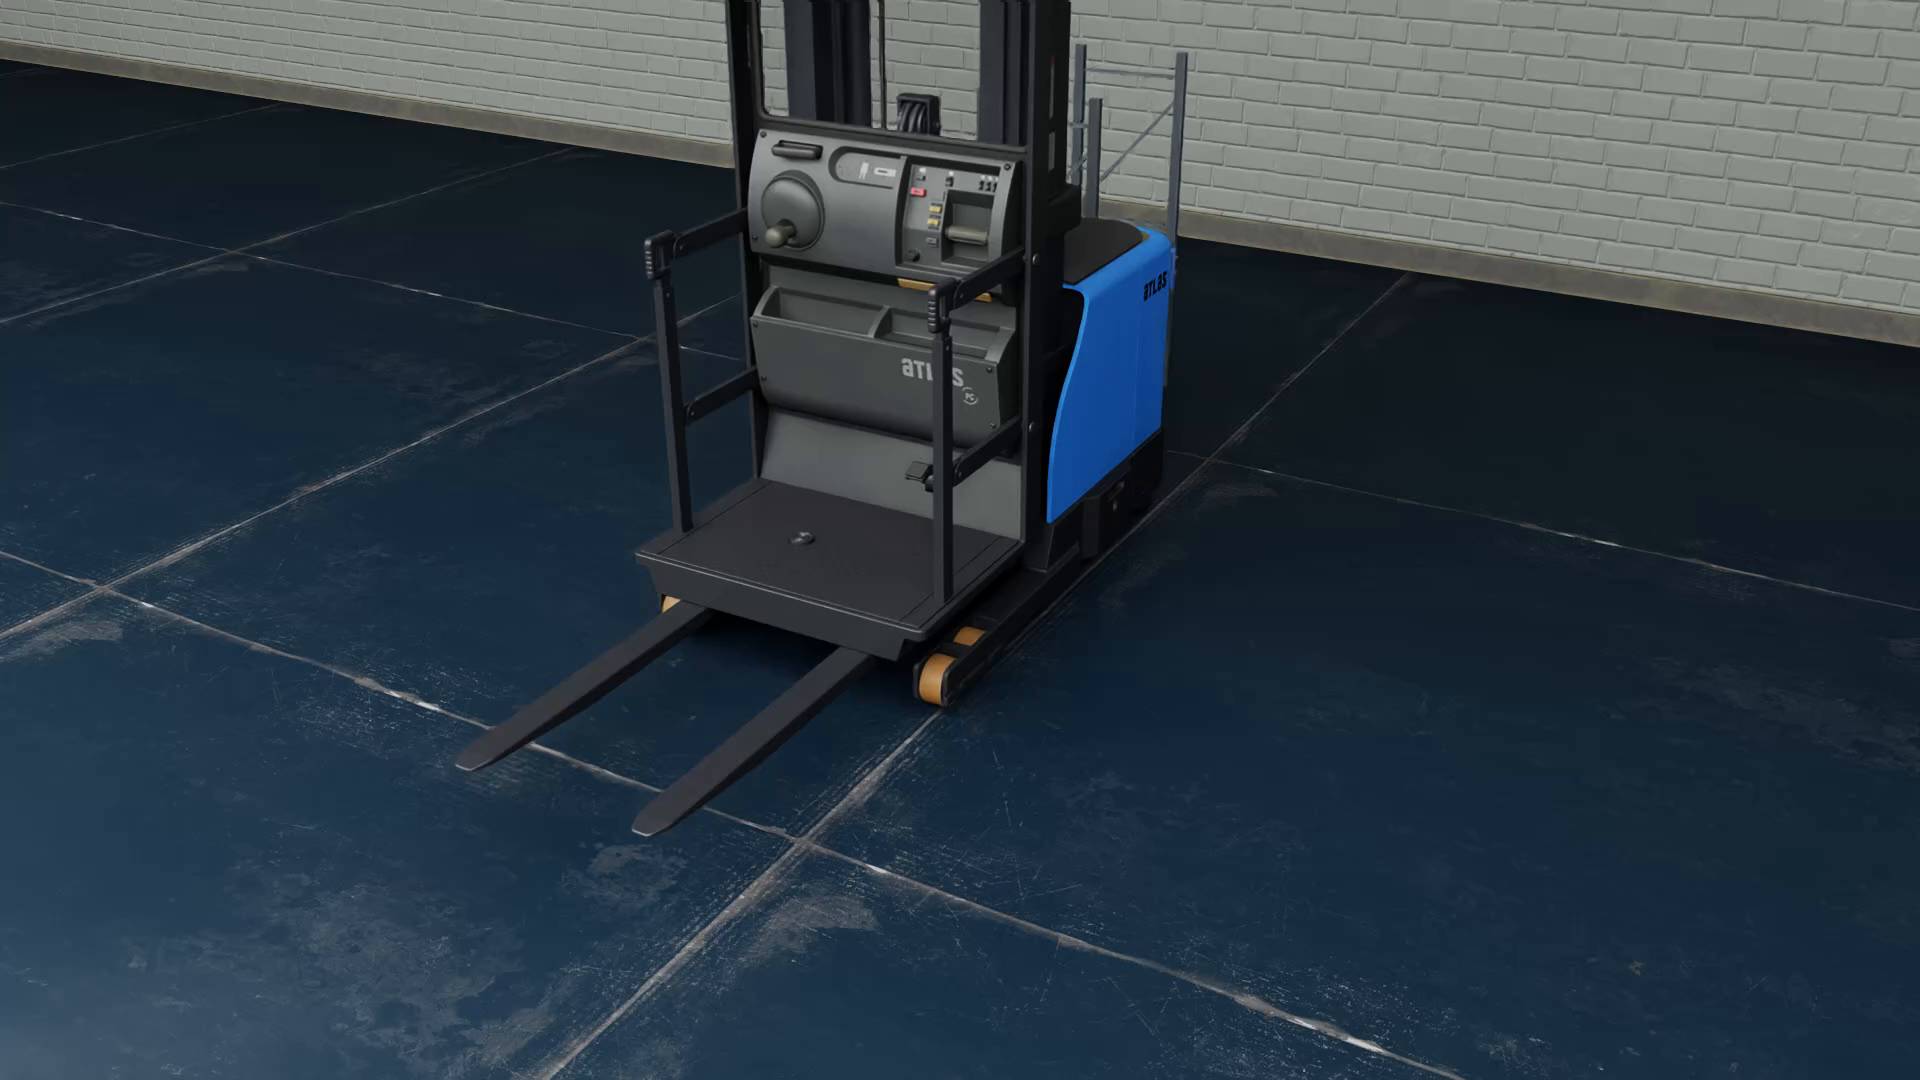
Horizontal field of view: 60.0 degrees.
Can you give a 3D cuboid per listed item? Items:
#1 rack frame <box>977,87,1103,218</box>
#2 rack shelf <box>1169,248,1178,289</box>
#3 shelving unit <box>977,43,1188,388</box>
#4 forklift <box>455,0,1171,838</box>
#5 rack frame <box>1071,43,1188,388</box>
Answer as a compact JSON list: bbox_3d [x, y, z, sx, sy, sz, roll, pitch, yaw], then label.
[{"bbox_3d":[0.297,-1.010,6.593,0.500,1.500,0.032,12,29,22],"label":"rack frame"},{"bbox_3d":[0.513,-1.055,7.085,0.538,0.185,1.000,12,29,22],"label":"rack shelf"},{"bbox_3d":[0.513,-1.216,7.004,0.538,1.500,1.048,12,29,22],"label":"shelving unit"},{"bbox_3d":[-0.357,-1.020,5.013,1.130,2.935,3.031,14,30,26],"label":"forklift"},{"bbox_3d":[0.729,-1.422,7.416,0.500,1.500,0.032,12,29,22],"label":"rack frame"}]
